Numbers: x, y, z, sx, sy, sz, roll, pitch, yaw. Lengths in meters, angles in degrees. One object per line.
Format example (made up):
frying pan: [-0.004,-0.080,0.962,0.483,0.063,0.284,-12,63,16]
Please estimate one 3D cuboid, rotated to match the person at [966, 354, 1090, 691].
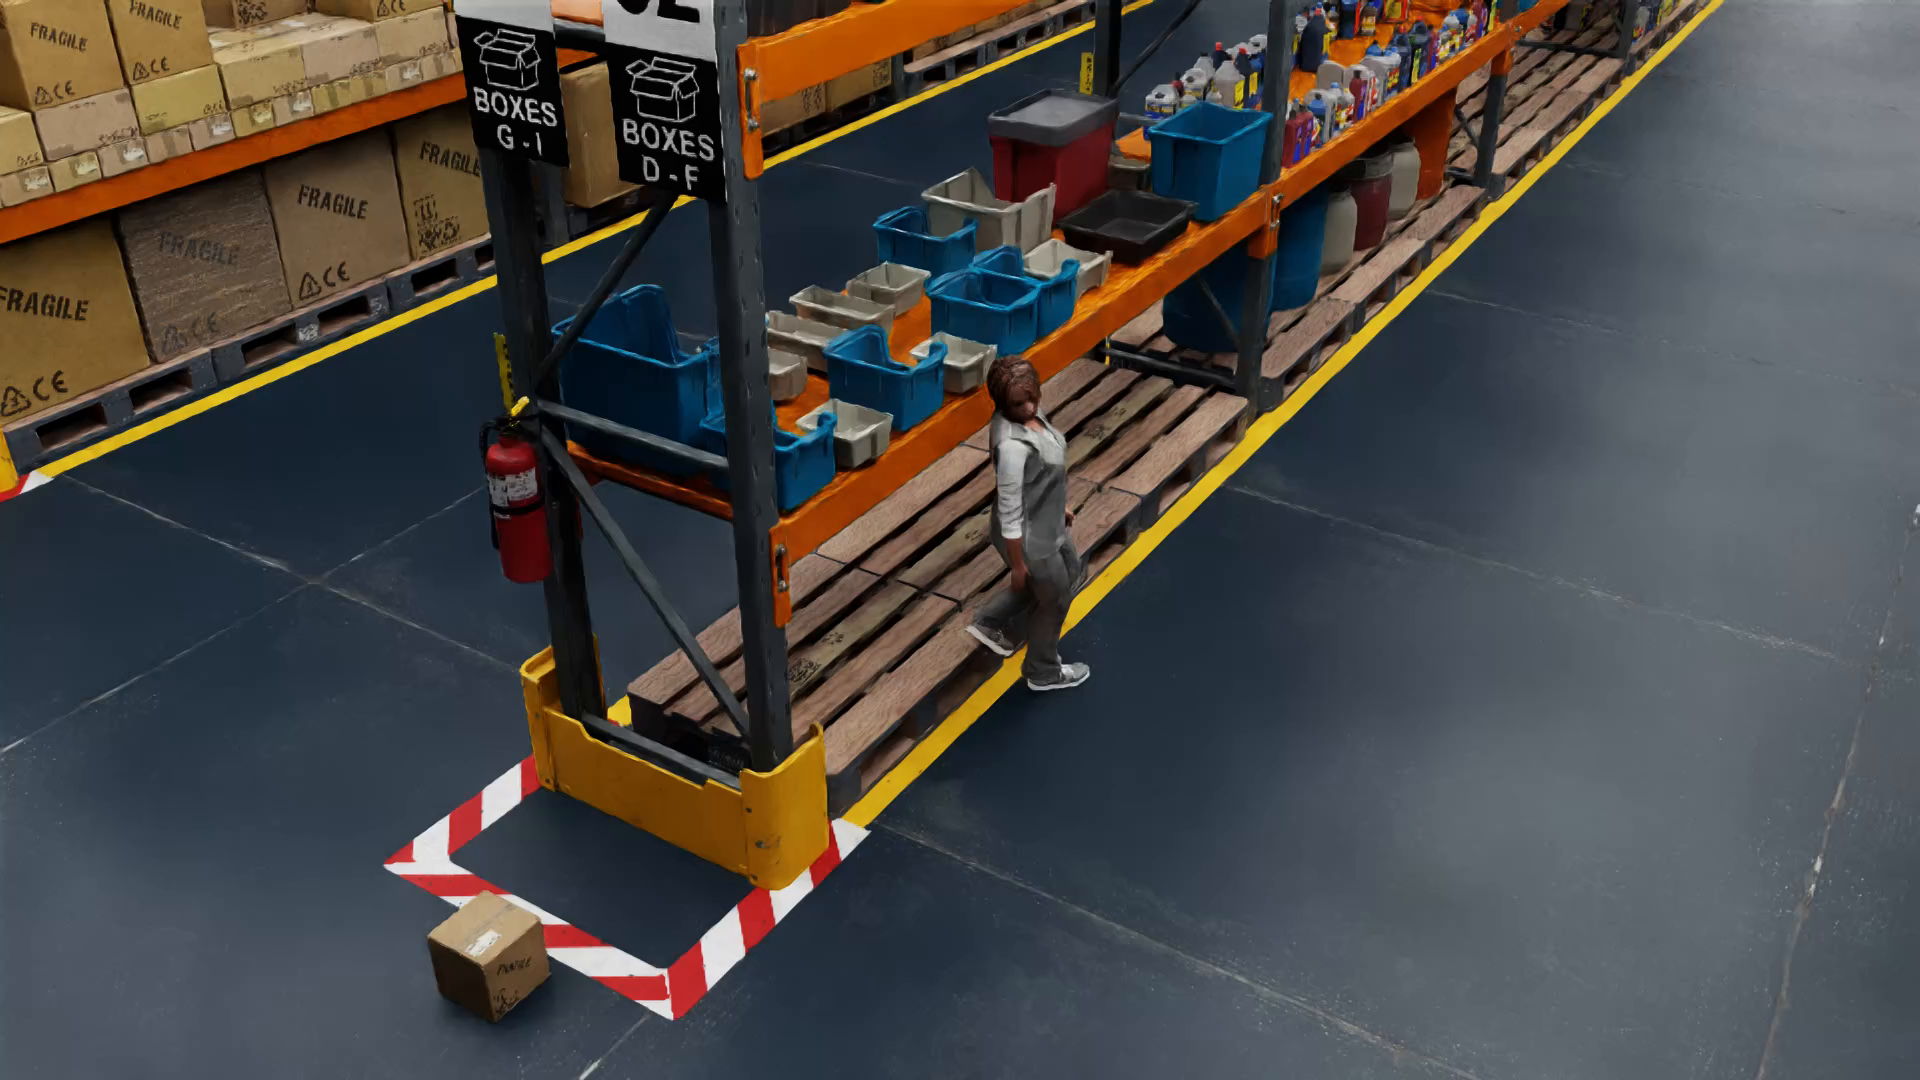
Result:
person: [0.283,-0.019,6.267,0.509,1.551,0.487,-1,31,-2]
